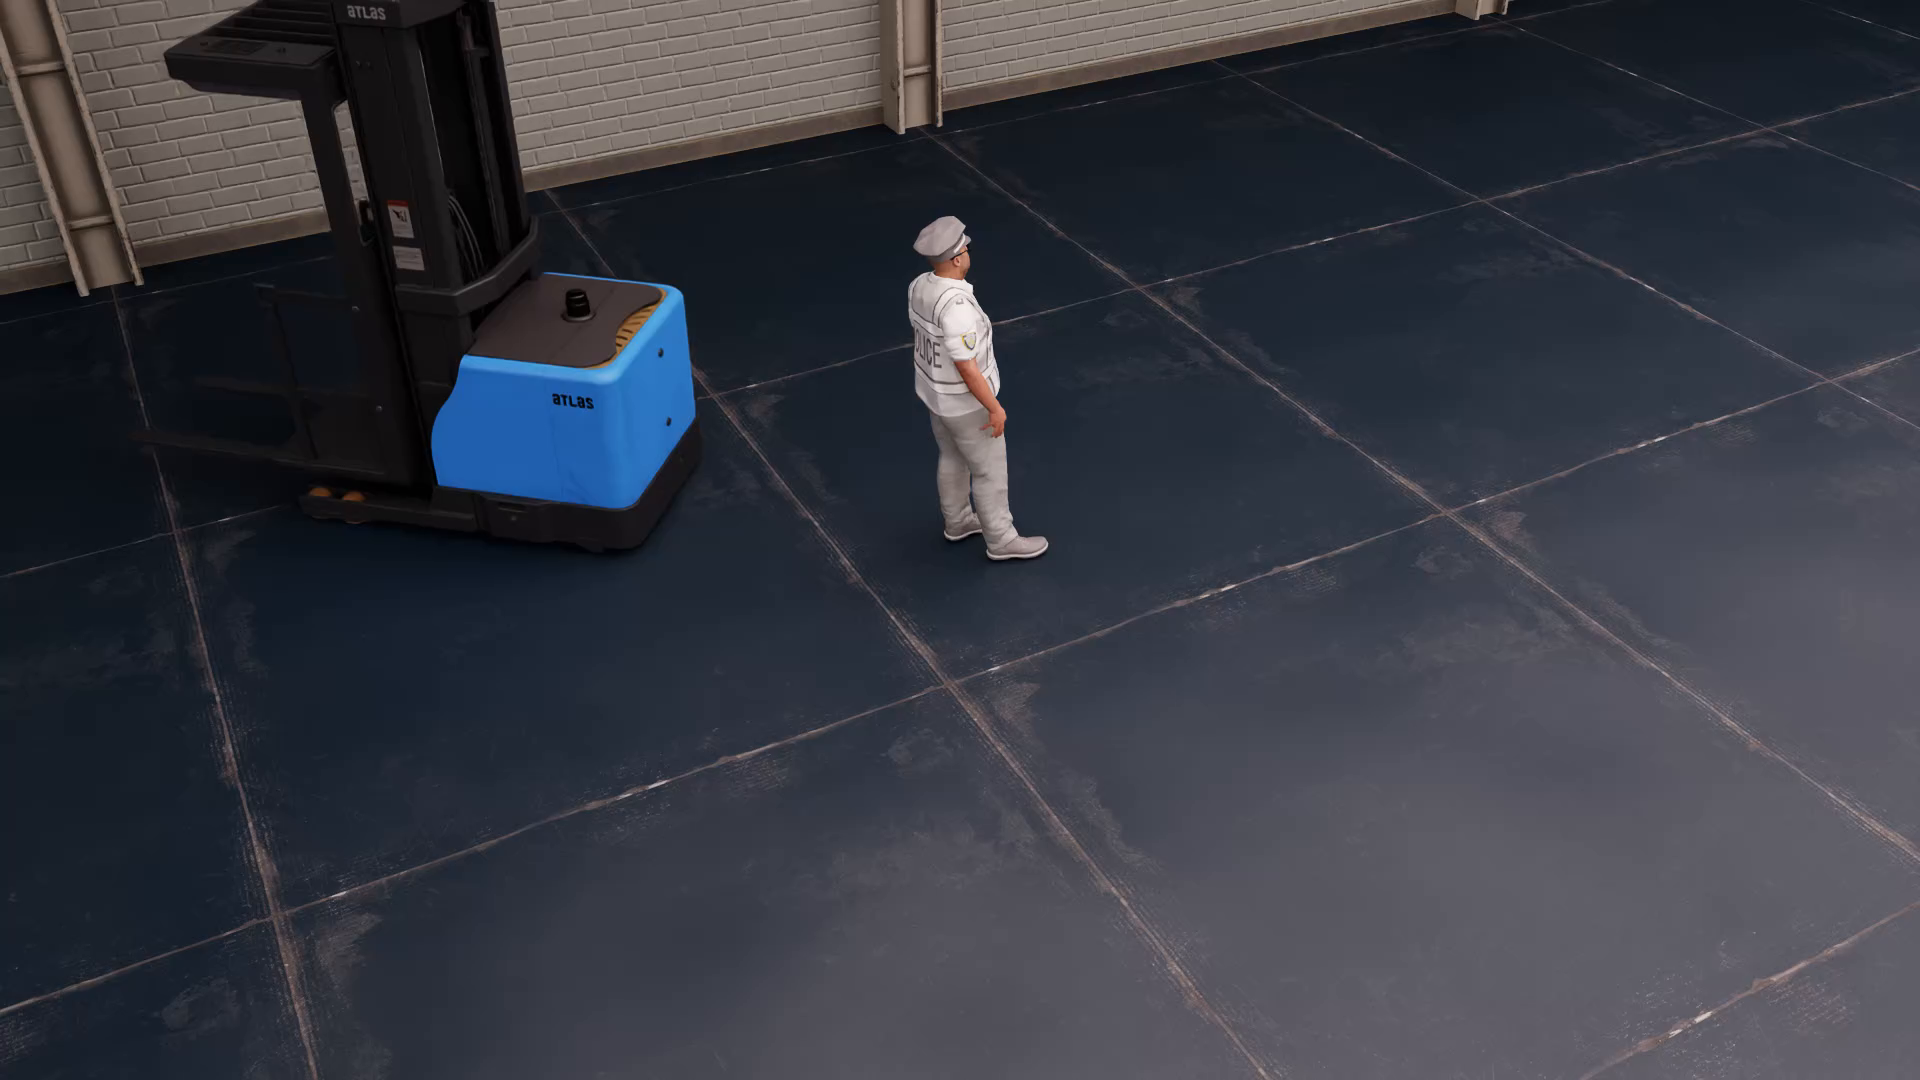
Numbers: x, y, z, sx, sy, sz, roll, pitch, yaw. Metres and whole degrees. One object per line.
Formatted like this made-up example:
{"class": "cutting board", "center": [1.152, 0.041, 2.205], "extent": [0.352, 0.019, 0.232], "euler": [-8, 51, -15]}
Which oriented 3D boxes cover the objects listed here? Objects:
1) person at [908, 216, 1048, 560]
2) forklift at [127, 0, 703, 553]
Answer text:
{"class": "person", "center": [0.074, -0.748, 8.165], "extent": [0.575, 1.781, 0.640], "euler": [-17, 39, -23]}
{"class": "forklift", "center": [-3.000, -1.570, 8.344], "extent": [3.031, 2.935, 1.130], "euler": [8, 36, 11]}
